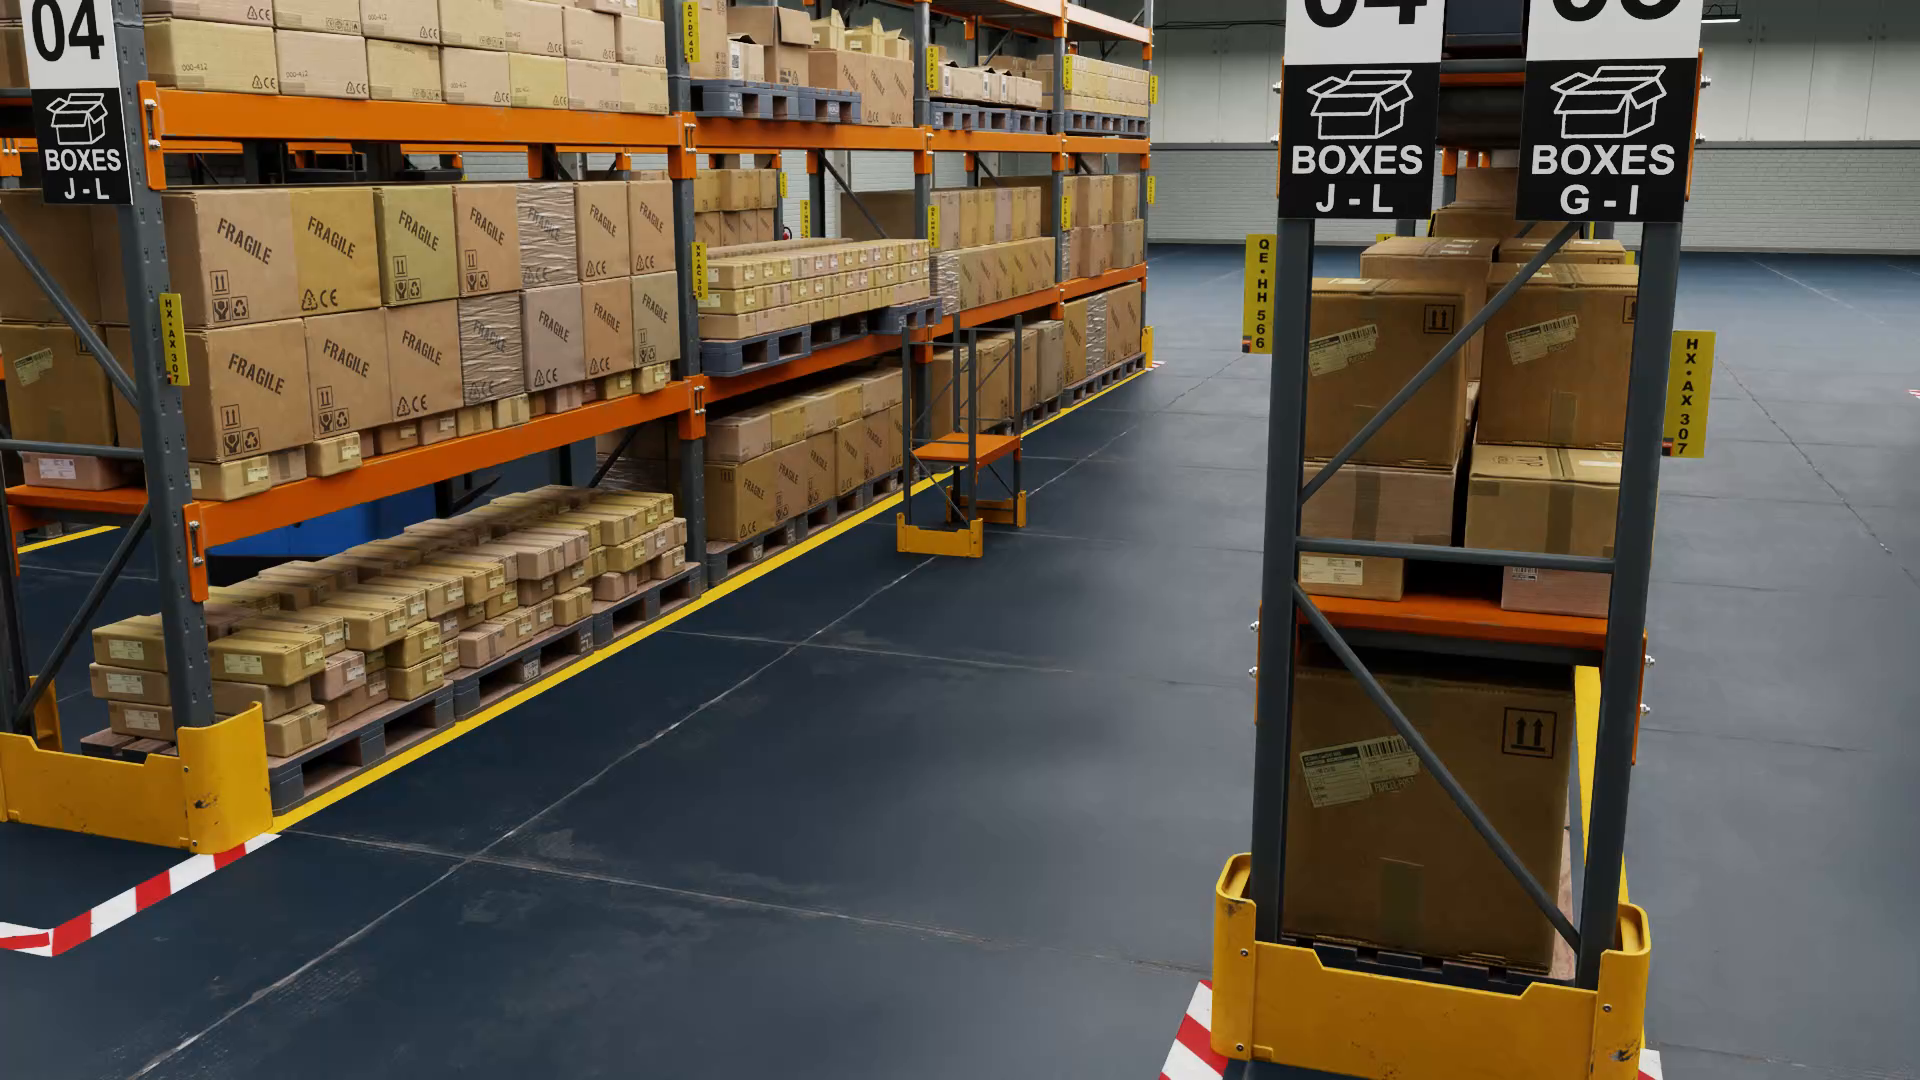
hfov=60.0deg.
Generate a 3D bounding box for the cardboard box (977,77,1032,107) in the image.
[{"bbox_3d":[0.371,-4.225,15.686,0.500,0.250,0.500,4,14,18],"label":"cardboard box"}]

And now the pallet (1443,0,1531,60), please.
[{"bbox_3d":[1.570,-1.529,4.905,1.003,0.211,1.213,4,14,18],"label":"pallet"}]

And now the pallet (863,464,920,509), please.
[{"bbox_3d":[-0.986,-0.492,13.169,1.003,0.211,1.213,4,14,18],"label":"pallet"}]

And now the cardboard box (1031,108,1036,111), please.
[{"bbox_3d":[0.624,-4.713,18.049,0.380,0.149,0.250,4,14,19],"label":"cardboard box"}]

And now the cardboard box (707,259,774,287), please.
[{"bbox_3d":[-1.379,-1.655,10.282,0.380,0.149,0.250,5,14,20],"label":"cardboard box"}]

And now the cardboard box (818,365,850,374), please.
[{"bbox_3d":[-1.184,-1.240,13.167,0.500,0.250,0.500,4,13,16],"label":"cardboard box"}]

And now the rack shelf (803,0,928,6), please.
[{"bbox_3d":[-1.379,-3.974,11.191,1.077,0.370,4.000,4,14,18],"label":"rack shelf"}]

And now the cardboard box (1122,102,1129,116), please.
[{"bbox_3d":[1.740,-4.985,19.242,0.380,0.149,0.250,4,13,18],"label":"cardboard box"}]

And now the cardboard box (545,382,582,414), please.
[{"bbox_3d":[-2.186,-0.748,8.590,0.380,0.149,0.250,4,13,16],"label":"cardboard box"}]

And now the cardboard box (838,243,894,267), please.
[{"bbox_3d":[-0.708,-2.088,12.177,0.380,0.149,0.250,5,14,20],"label":"cardboard box"}]

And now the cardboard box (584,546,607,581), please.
[{"bbox_3d":[-2.147,0.117,9.029,0.380,0.149,0.250,4,14,19],"label":"cardboard box"}]

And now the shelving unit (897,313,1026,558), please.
[{"bbox_3d":[0.025,-0.747,11.391,0.587,1.500,1.083,4,14,18],"label":"shelving unit"}]

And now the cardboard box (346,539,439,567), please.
[{"bbox_3d":[-2.863,0.106,8.407,0.380,0.149,0.250,4,14,19],"label":"cardboard box"}]

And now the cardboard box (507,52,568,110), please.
[{"bbox_3d":[-2.266,-2.229,8.108,0.500,0.250,0.500,4,14,18],"label":"cardboard box"}]

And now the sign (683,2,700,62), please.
[{"bbox_3d":[-1.510,-2.851,9.334,0.100,0.325,0.005,4,14,18],"label":"sign"}]

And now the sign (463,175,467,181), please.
[{"bbox_3d":[-7.049,-5.030,23.650,0.100,0.325,0.005,4,14,18],"label":"sign"}]

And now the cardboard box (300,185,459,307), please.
[{"bbox_3d":[-2.577,-1.303,7.314,0.500,0.500,0.500,4,13,17],"label":"cardboard box"}]

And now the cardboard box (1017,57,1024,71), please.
[{"bbox_3d":[0.461,-4.993,17.488,0.380,0.149,0.250,4,14,18],"label":"cardboard box"}]

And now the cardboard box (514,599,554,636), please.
[{"bbox_3d":[-2.313,0.387,8.516,0.380,0.149,0.250,5,14,19],"label":"cardboard box"}]

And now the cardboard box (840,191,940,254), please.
[{"bbox_3d":[-0.577,-2.646,13.868,0.700,0.500,0.500,4,14,18],"label":"cardboard box"}]

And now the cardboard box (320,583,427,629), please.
[{"bbox_3d":[-2.649,0.309,7.519,0.380,0.149,0.250,4,13,16],"label":"cardboard box"}]

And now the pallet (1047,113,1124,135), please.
[{"bbox_3d":[1.234,-4.705,18.818,1.003,0.211,1.213,4,14,18],"label":"pallet"}]

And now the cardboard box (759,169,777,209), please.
[{"bbox_3d":[-2.818,-4.593,21.732,0.700,0.500,0.500,4,13,17],"label":"cardboard box"}]

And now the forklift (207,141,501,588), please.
[{"bbox_3d":[-3.867,-1.369,10.901,1.130,2.935,3.031,0,13,1],"label":"forklift"}]

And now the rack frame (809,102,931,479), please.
[{"bbox_3d":[-0.732,-2.016,13.579,1.000,3.000,0.127,4,14,18],"label":"rack frame"}]

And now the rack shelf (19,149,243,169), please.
[{"bbox_3d":[-9.499,-4.240,18.201,1.077,0.370,4.000,4,14,18],"label":"rack shelf"}]

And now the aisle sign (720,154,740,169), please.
[{"bbox_3d":[-3.133,-5.338,22.293,0.394,0.787,0.004,4,14,18],"label":"aisle sign"}]

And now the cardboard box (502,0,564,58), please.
[{"bbox_3d":[-2.278,-2.472,8.052,0.500,0.250,0.500,5,14,21],"label":"cardboard box"}]

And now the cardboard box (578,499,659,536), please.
[{"bbox_3d":[-1.940,-0.128,9.435,0.380,0.149,0.250,5,14,19],"label":"cardboard box"}]

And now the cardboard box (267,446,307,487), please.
[{"bbox_3d":[-2.862,-0.310,6.670,0.380,0.149,0.250,5,14,20],"label":"cardboard box"}]

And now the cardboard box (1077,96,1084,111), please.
[{"bbox_3d":[1.084,-4.558,17.373,0.380,0.149,0.250,4,14,19],"label":"cardboard box"}]

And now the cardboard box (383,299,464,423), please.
[{"bbox_3d":[-2.594,-0.817,7.432,0.500,0.500,0.500,5,14,19],"label":"cardboard box"}]

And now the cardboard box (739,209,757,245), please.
[{"bbox_3d":[-2.941,-3.990,21.335,0.500,0.500,0.500,4,14,19],"label":"cardboard box"}]

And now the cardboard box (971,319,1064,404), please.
[{"bbox_3d":[0.447,-1.829,16.872,1.050,0.750,0.750,4,14,18],"label":"cardboard box"}]

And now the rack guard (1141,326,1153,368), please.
[{"bbox_3d":[1.864,-2.487,21.259,1.175,0.500,0.348,4,14,18],"label":"rack guard"}]

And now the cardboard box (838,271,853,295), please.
[{"bbox_3d":[-0.959,-1.780,11.499,0.380,0.149,0.250,4,13,17],"label":"cardboard box"}]

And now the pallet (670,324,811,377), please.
[{"bbox_3d":[-1.641,-1.231,10.570,1.003,0.211,1.213,4,14,18],"label":"pallet"}]

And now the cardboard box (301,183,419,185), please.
[{"bbox_3d":[-2.916,-1.455,7.983,0.500,0.500,0.500,4,13,16],"label":"cardboard box"}]

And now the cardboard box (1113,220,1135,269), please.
[{"bbox_3d":[1.622,-3.575,20.071,0.875,0.550,0.550,4,14,18],"label":"cardboard box"}]

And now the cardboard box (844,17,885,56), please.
[{"bbox_3d":[-0.769,-3.687,12.216,0.396,0.266,0.258,4,14,18],"label":"cardboard box"}]

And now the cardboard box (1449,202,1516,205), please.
[{"bbox_3d":[3.463,-1.885,10.529,0.797,0.503,0.637,5,14,20],"label":"cardboard box"}]

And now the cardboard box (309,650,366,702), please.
[{"bbox_3d":[-2.766,0.563,7.074,0.380,0.149,0.250,4,14,18],"label":"cardboard box"}]

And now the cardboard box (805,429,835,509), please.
[{"bbox_3d":[-1.210,-0.519,11.695,0.500,0.500,0.500,5,14,19],"label":"cardboard box"}]

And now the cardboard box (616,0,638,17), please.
[{"bbox_3d":[-1.945,-2.859,8.850,0.380,0.149,0.250,5,14,20],"label":"cardboard box"}]

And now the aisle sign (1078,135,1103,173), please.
[{"bbox_3d":[1.596,-5.004,20.830,0.394,0.787,0.004,4,14,18],"label":"aisle sign"}]

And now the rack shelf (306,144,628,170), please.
[{"bbox_3d":[-4.801,-3.884,16.639,1.077,0.370,4.000,4,14,18],"label":"rack shelf"}]

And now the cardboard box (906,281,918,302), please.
[{"bbox_3d":[-0.538,-1.909,12.732,0.380,0.149,0.250,4,14,18],"label":"cardboard box"}]

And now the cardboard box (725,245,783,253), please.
[{"bbox_3d":[-1.488,-2.028,11.916,0.380,0.149,0.250,5,14,20],"label":"cardboard box"}]

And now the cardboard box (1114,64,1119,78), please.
[{"bbox_3d":[1.575,-5.266,18.682,0.380,0.149,0.250,4,14,19],"label":"cardboard box"}]

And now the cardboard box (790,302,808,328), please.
[{"bbox_3d":[-1.212,-1.470,10.807,0.380,0.149,0.250,4,14,19],"label":"cardboard box"}]

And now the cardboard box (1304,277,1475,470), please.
[{"bbox_3d":[1.249,-0.512,4.974,0.500,0.500,0.500,5,14,19],"label":"cardboard box"}]

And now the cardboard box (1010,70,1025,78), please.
[{"bbox_3d":[0.479,-4.768,17.396,0.500,0.250,0.500,4,14,18],"label":"cardboard box"}]

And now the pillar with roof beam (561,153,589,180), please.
[{"bbox_3d":[-2.621,-8.188,27.141,9.100,9.000,0.400,4,14,18],"label":"pillar with roof beam"}]

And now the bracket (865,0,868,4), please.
[{"bbox_3d":[-2.342,-12.842,39.439,0.235,0.232,0.430,4,14,18],"label":"bracket"}]

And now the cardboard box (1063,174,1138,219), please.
[{"bbox_3d":[1.700,-4.225,20.492,0.875,0.550,0.550,4,14,18],"label":"cardboard box"}]

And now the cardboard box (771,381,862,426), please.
[{"bbox_3d":[-1.037,-0.992,12.080,0.500,0.250,0.500,5,14,20],"label":"cardboard box"}]

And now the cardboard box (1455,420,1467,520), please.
[{"bbox_3d":[1.411,-0.253,5.523,0.500,0.250,0.500,4,13,17],"label":"cardboard box"}]
